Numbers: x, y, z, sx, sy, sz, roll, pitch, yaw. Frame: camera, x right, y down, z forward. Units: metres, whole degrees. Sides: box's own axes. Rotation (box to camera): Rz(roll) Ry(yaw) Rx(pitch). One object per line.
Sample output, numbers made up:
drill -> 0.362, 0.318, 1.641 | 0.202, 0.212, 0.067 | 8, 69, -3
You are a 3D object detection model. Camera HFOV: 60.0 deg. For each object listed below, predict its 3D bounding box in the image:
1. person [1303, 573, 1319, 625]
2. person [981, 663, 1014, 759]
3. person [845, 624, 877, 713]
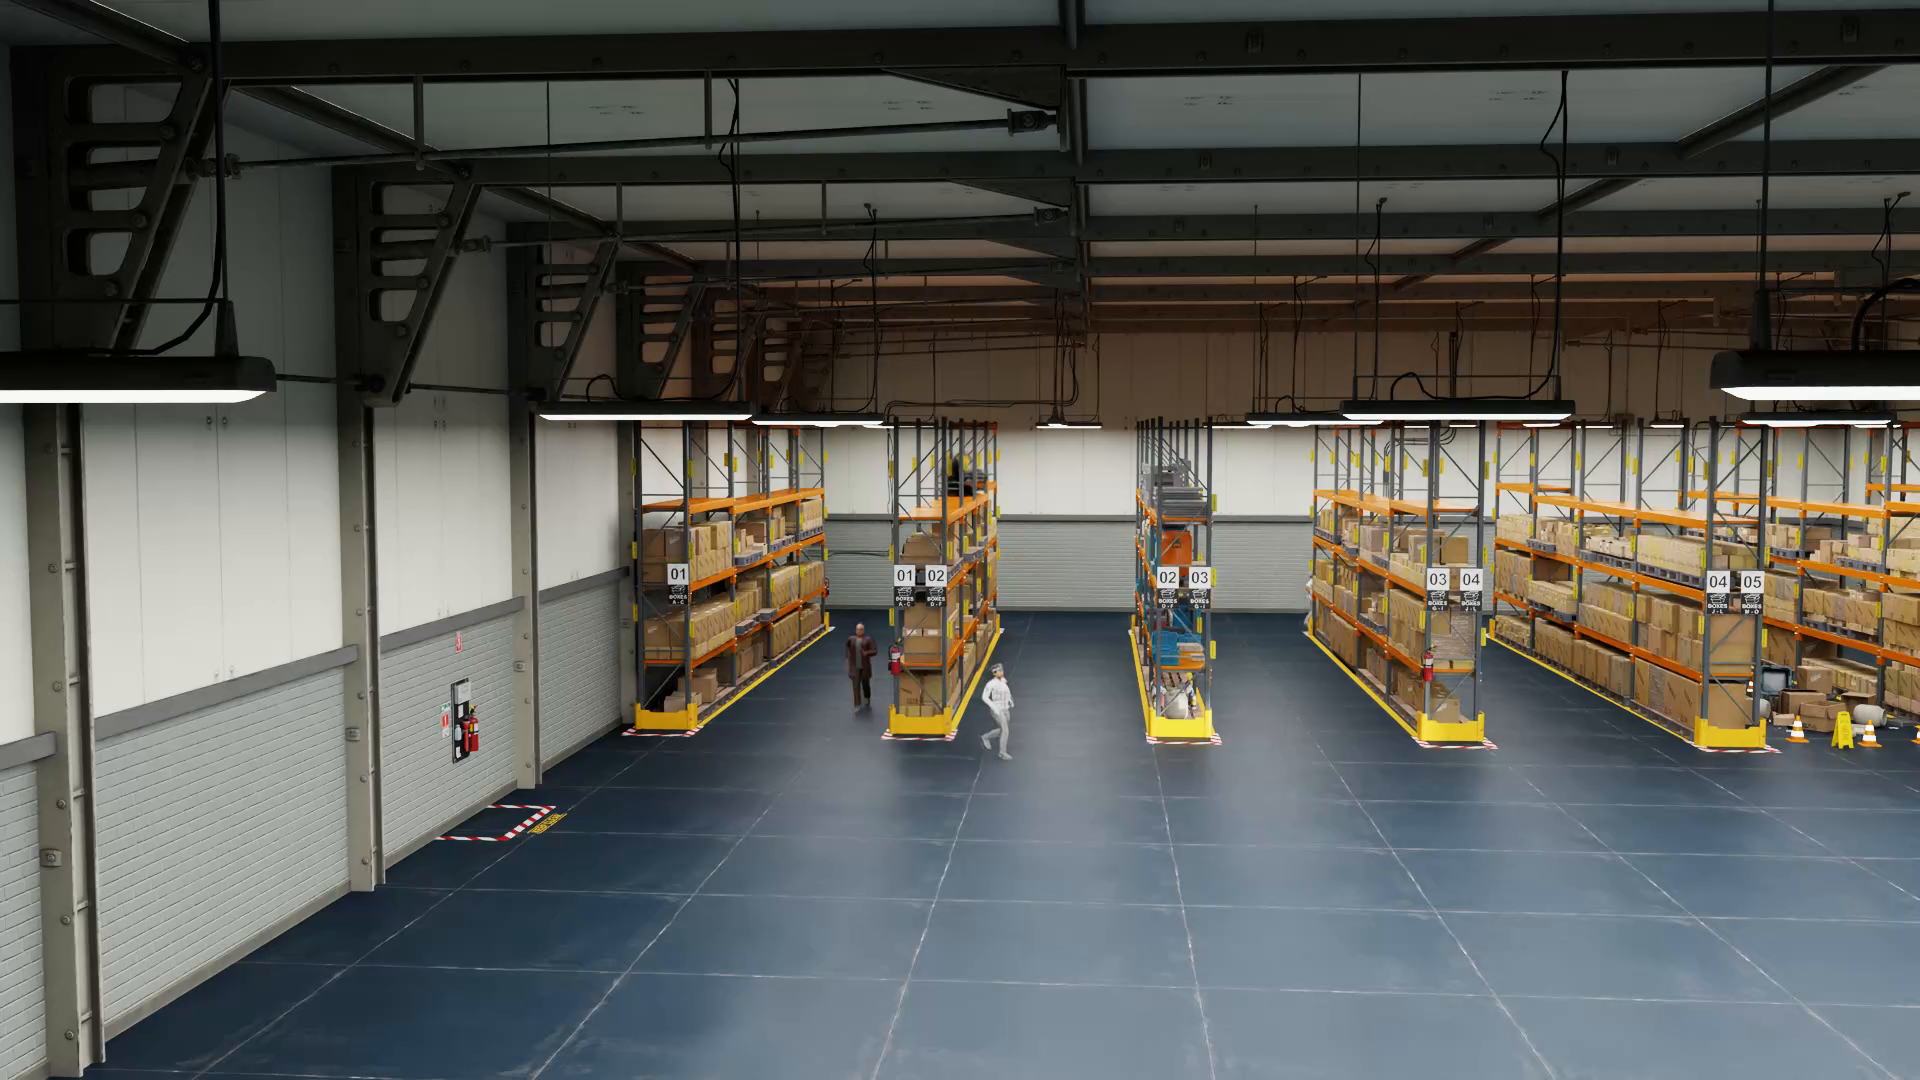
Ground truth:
person -> 10.317, 1.760, 48.274 | 0.705, 1.720, 0.587 | 1, 4, 22
person -> 0.659, 2.989, 29.242 | 0.650, 1.686, 0.613 | 3, 5, 41
person -> -2.023, 2.587, 33.948 | 0.704, 1.761, 1.049 | 0, 4, 6
